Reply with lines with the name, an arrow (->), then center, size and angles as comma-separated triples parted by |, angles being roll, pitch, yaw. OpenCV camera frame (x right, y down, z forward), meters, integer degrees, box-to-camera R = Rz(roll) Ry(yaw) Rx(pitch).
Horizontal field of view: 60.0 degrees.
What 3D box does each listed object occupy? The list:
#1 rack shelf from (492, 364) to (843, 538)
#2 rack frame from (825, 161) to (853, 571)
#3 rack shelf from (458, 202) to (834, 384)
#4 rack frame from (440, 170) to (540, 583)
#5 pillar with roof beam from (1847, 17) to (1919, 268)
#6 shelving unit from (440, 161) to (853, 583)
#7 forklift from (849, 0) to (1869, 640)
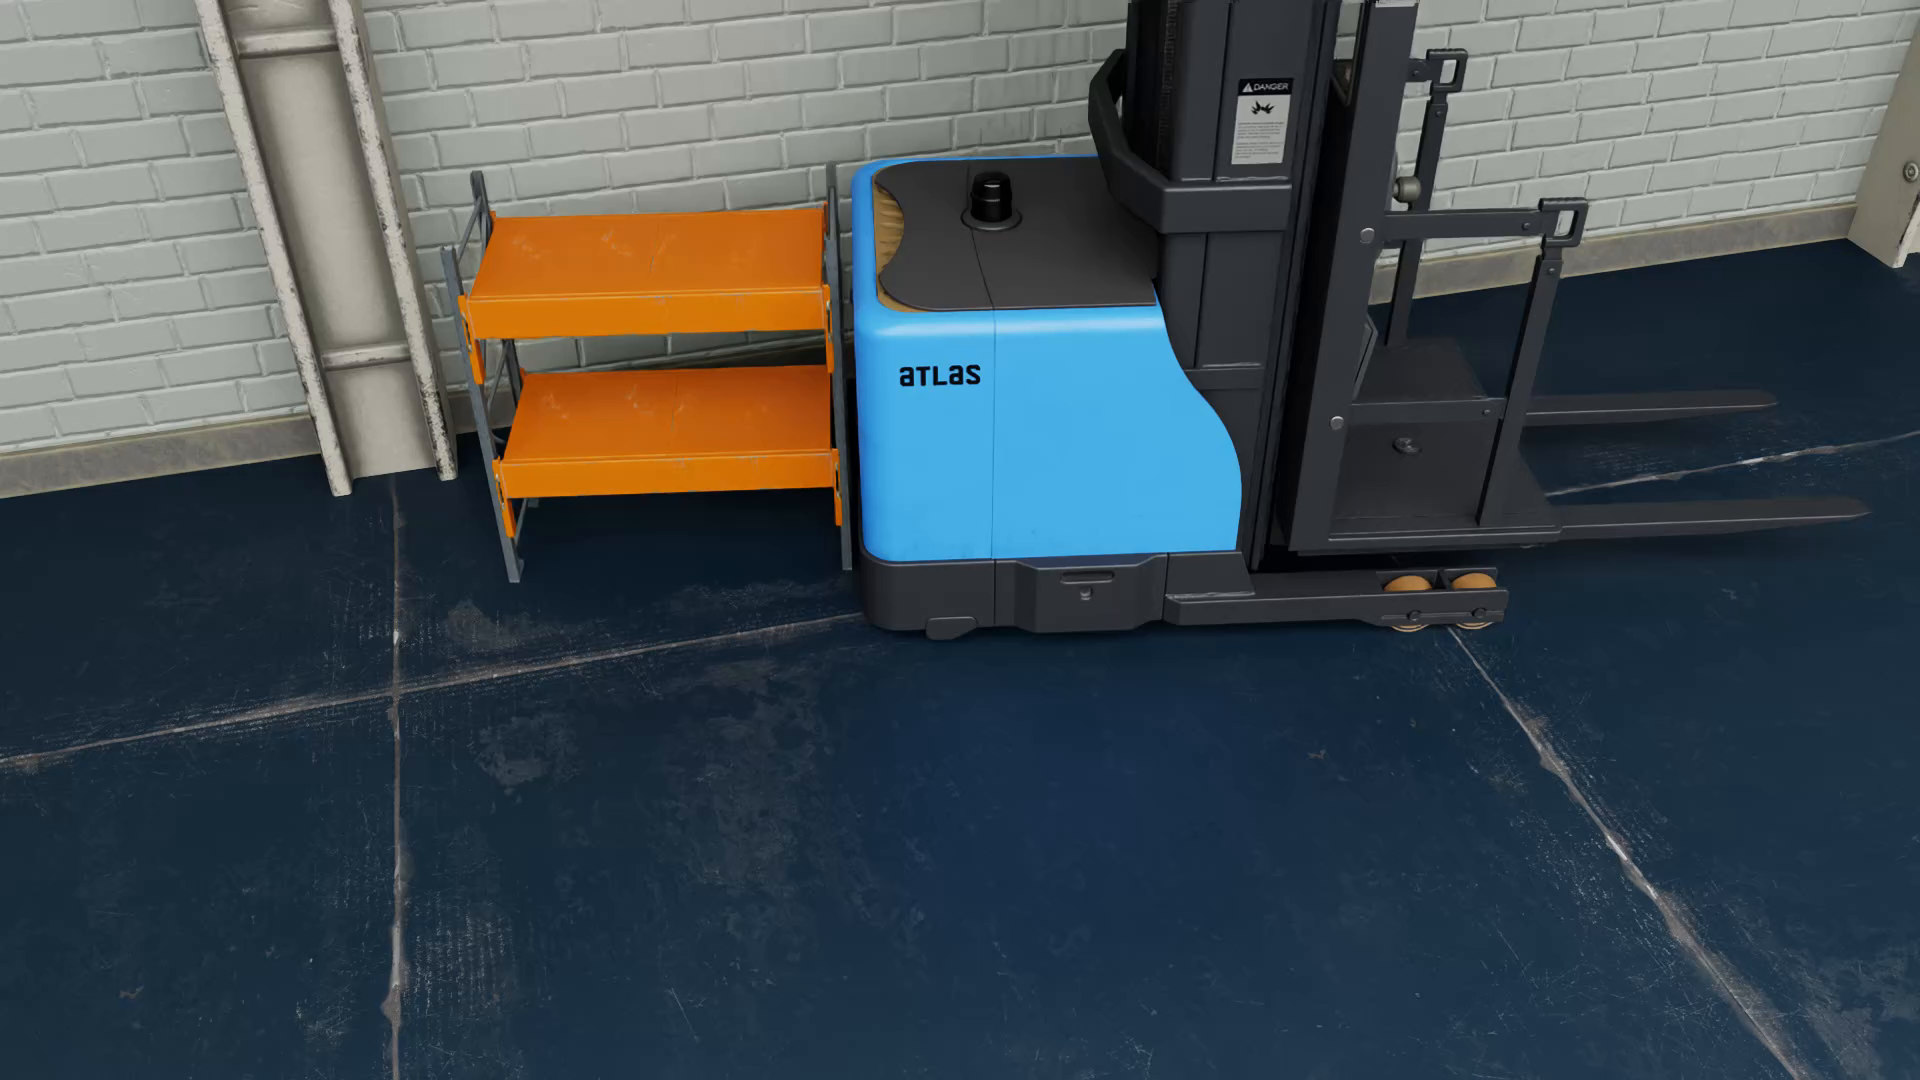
rack shelf -> -0.868, -0.291, 5.107 | 1.000, 0.278, 0.538 | -2, 37, -3
rack frame -> -0.361, -0.504, 4.983 | 0.032, 1.125, 0.500 | -2, 37, -3
rack shelf -> -0.868, -0.718, 4.781 | 1.000, 0.278, 0.538 | -2, 37, -3
rack frame -> -1.376, -0.467, 4.934 | 0.032, 1.125, 0.500 | -2, 37, -3
pillar with roof beam -> 5.017, -2.263, 0.802 | 0.400, 9.000, 9.100 | -9, 38, -12
shelving unit -> -0.868, -0.485, 4.959 | 1.048, 1.125, 0.538 | -2, 37, -3
forklift -> 1.201, -1.215, 4.426 | 3.031, 2.935, 1.130 | -2, 37, -3
